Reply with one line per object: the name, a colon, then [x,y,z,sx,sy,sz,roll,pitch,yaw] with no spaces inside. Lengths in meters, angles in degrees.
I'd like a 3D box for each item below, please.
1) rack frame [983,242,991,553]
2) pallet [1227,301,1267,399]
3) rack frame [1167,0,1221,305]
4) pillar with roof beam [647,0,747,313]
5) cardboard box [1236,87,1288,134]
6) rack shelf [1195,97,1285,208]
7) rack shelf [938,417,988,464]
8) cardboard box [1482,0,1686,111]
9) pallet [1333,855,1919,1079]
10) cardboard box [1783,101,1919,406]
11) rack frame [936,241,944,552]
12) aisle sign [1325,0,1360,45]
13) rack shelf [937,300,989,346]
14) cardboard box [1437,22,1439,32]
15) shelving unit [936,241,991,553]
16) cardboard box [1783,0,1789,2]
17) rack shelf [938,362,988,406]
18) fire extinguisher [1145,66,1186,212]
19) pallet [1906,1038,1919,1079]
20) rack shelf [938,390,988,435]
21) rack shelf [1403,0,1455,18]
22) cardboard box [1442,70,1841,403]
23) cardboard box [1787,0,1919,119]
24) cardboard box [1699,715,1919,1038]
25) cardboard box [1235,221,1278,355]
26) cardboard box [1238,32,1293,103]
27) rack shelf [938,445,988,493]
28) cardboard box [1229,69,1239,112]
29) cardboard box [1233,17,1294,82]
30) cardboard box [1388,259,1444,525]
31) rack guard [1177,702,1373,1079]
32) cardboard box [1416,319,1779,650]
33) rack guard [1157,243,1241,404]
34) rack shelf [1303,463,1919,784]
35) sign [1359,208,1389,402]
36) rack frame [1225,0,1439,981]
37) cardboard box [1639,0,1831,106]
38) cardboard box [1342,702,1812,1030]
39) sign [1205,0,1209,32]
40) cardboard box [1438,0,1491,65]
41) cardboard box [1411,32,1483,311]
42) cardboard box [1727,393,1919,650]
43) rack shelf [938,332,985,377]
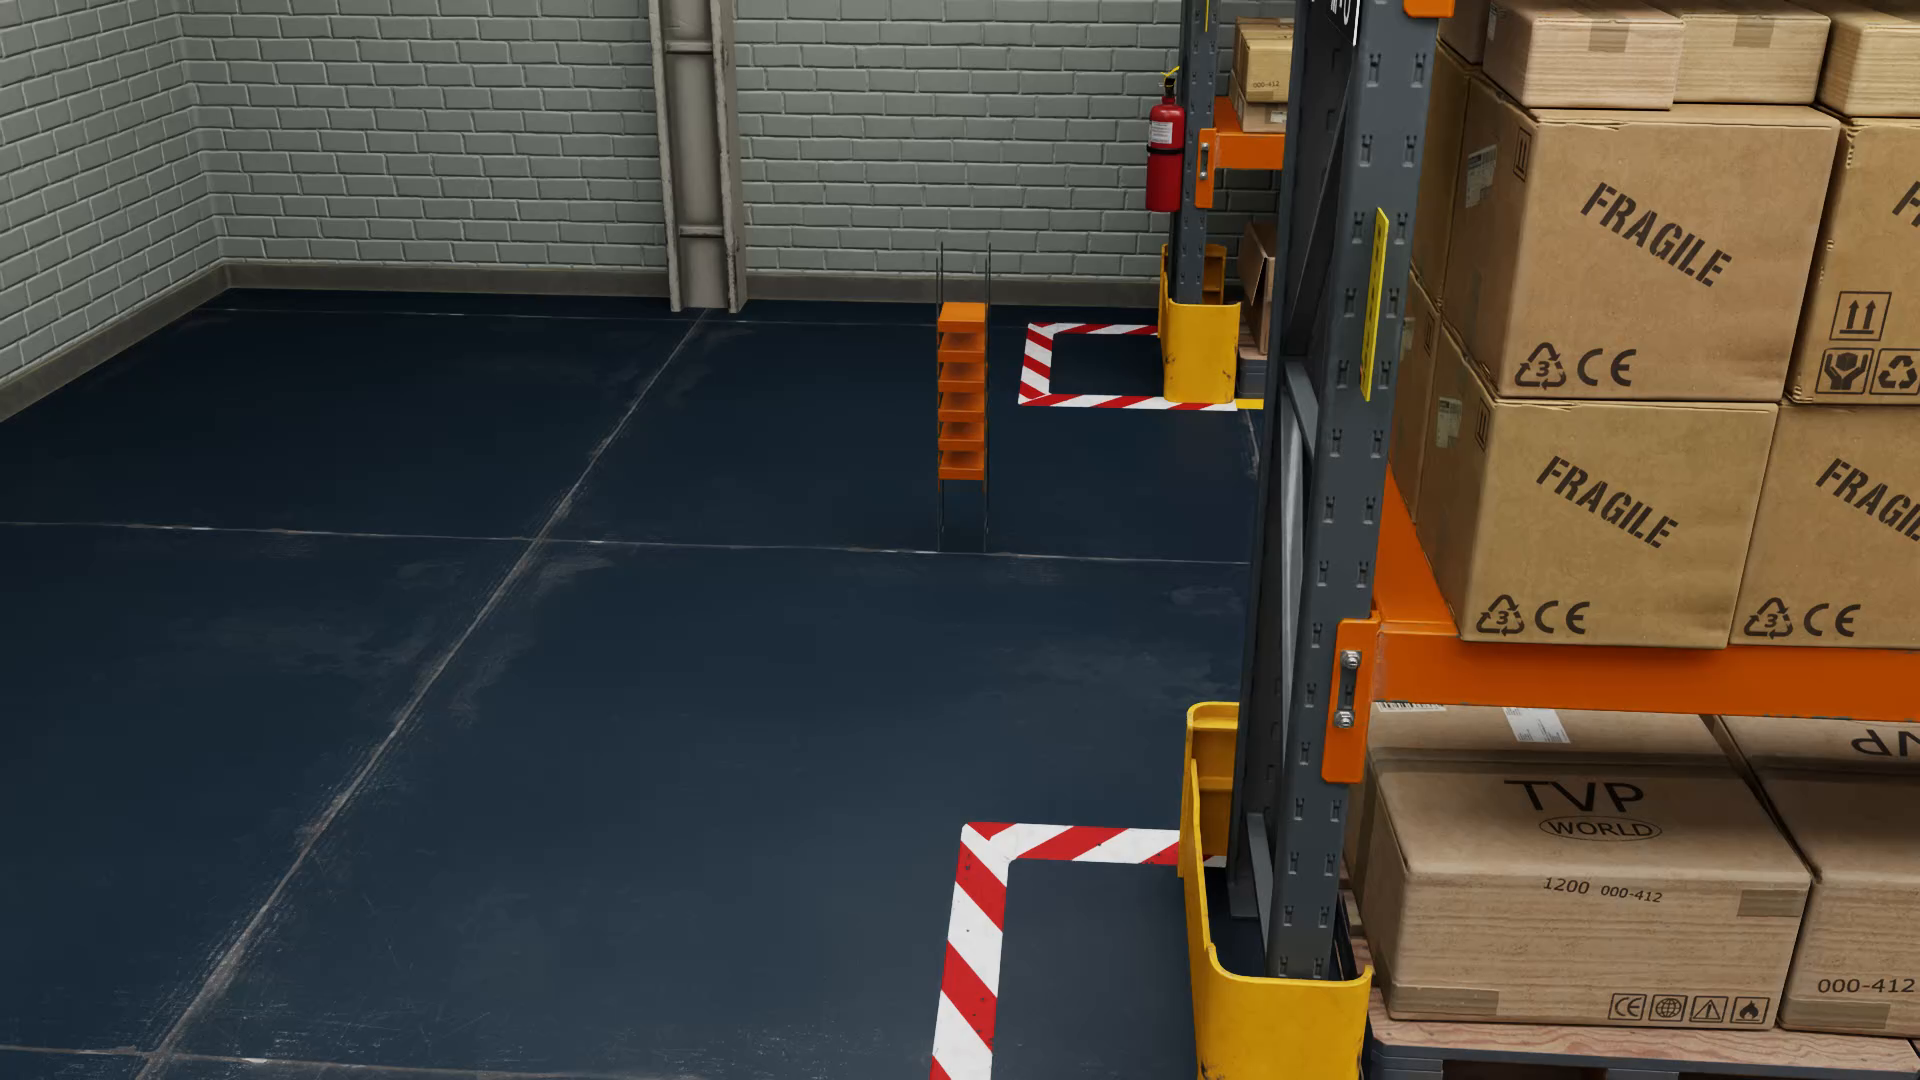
rack frame: [0.106,-0.542,6.492,0.006,1.200,0.240,2,25,4]
pallet: [2.023,-0.989,8.647,1.213,0.211,1.003,2,25,4]
rack frame: [1.152,-2.283,8.123,0.127,3.000,1.000,2,25,4]
pillar with roof beam: [-1.797,-3.676,3.974,0.400,9.000,9.100,2,25,4]
cardboard box: [1.459,-2.044,7.905,0.250,0.149,0.380,2,25,4]
rack shelf: [3.146,-1.892,8.135,4.000,0.370,1.077,2,25,4]
rack shelf: [0.014,-0.395,6.567,0.180,0.103,0.258,2,25,4]
cardboard box: [1.109,-0.882,2.986,0.250,0.149,0.380,2,25,5]
pallet: [1.579,1.046,4.225,1.213,0.211,1.003,2,25,4]
cardboard box: [1.748,-0.566,3.076,0.500,0.500,0.500,1,25,3]
rack frame: [-0.077,-0.548,6.505,0.006,1.200,0.240,2,25,4]
aisle sign: [0.682,-1.277,2.826,0.004,0.787,0.394,2,25,4]
rack shelf: [0.014,-0.831,6.366,0.180,0.103,0.258,2,25,4]
cardboard box: [2.145,-2.429,8.264,0.500,0.250,0.500,2,25,4]
shelving unit: [0.014,-0.545,6.498,0.189,1.200,0.258,2,25,4]
cardboard box: [1.668,-1.109,3.481,0.250,0.149,0.380,2,25,3]
rack shelf: [0.014,-0.613,6.467,0.180,0.103,0.258,2,25,4]
fire extinguisher: [0.970,-1.891,7.809,0.183,0.674,0.296,2,25,4]
pallet: [2.792,1.086,4.138,1.213,0.211,1.003,2,25,4]
rack shelf: [0.014,-0.504,6.517,0.180,0.103,0.258,2,25,4]
rack shelf: [2.770,-1.186,3.012,4.000,0.370,1.077,2,25,4]
cardboard box: [1.233,-0.580,3.106,0.500,0.500,0.500,1,25,3]
cardboard box: [1.626,-0.847,2.911,0.250,0.149,0.380,3,25,6]
cardboard box: [2.355,0.764,4.064,0.875,0.438,0.875,2,25,5]
cardboard box: [1.755,-1.281,8.429,0.637,0.503,0.797,1,25,2]
cardboard box: [1.584,-2.223,7.817,0.500,0.250,0.500,2,25,4]
rack shelf: [0.014,-0.286,6.617,0.180,0.103,0.258,2,25,4]
cardboard box: [1.503,-2.270,8.396,0.250,0.149,0.380,2,25,3]
cardboard box: [1.631,-2.446,8.301,0.500,0.250,0.500,3,25,6]
cardboard box: [1.277,-0.355,3.813,0.500,0.500,0.500,2,25,4]
rack guard: [0.752,0.920,4.151,0.348,0.500,1.175,2,25,4]
cardboard box: [1.233,-0.125,3.313,0.500,0.500,0.500,2,25,4]
rack guard: [1.228,-1.145,8.641,0.348,0.500,1.175,2,25,4]
rack shelf: [2.770,0.177,3.639,4.000,0.370,1.077,2,25,4]
sign: [0.727,-0.412,2.927,0.005,0.325,0.100,2,25,4]
rack frame: [0.776,-0.214,3.627,0.127,3.000,1.000,2,25,4]
cardboard box: [1.375,-0.903,3.033,0.250,0.149,0.380,2,25,5]
cardboard box: [1.442,0.738,4.120,0.875,0.438,0.875,1,25,2]
sign: [1.111,-2.450,7.451,0.005,0.325,0.100,2,25,4]
cardboard box: [1.149,-1.081,3.418,0.250,0.149,0.380,2,25,5]
cardboard box: [1.275,-0.798,3.579,0.500,0.500,0.500,3,25,6]
cardboard box: [1.739,-0.120,3.303,0.500,0.500,0.500,1,25,3]
rack shelf: [0.014,-0.722,6.416,0.180,0.103,0.258,2,25,4]
